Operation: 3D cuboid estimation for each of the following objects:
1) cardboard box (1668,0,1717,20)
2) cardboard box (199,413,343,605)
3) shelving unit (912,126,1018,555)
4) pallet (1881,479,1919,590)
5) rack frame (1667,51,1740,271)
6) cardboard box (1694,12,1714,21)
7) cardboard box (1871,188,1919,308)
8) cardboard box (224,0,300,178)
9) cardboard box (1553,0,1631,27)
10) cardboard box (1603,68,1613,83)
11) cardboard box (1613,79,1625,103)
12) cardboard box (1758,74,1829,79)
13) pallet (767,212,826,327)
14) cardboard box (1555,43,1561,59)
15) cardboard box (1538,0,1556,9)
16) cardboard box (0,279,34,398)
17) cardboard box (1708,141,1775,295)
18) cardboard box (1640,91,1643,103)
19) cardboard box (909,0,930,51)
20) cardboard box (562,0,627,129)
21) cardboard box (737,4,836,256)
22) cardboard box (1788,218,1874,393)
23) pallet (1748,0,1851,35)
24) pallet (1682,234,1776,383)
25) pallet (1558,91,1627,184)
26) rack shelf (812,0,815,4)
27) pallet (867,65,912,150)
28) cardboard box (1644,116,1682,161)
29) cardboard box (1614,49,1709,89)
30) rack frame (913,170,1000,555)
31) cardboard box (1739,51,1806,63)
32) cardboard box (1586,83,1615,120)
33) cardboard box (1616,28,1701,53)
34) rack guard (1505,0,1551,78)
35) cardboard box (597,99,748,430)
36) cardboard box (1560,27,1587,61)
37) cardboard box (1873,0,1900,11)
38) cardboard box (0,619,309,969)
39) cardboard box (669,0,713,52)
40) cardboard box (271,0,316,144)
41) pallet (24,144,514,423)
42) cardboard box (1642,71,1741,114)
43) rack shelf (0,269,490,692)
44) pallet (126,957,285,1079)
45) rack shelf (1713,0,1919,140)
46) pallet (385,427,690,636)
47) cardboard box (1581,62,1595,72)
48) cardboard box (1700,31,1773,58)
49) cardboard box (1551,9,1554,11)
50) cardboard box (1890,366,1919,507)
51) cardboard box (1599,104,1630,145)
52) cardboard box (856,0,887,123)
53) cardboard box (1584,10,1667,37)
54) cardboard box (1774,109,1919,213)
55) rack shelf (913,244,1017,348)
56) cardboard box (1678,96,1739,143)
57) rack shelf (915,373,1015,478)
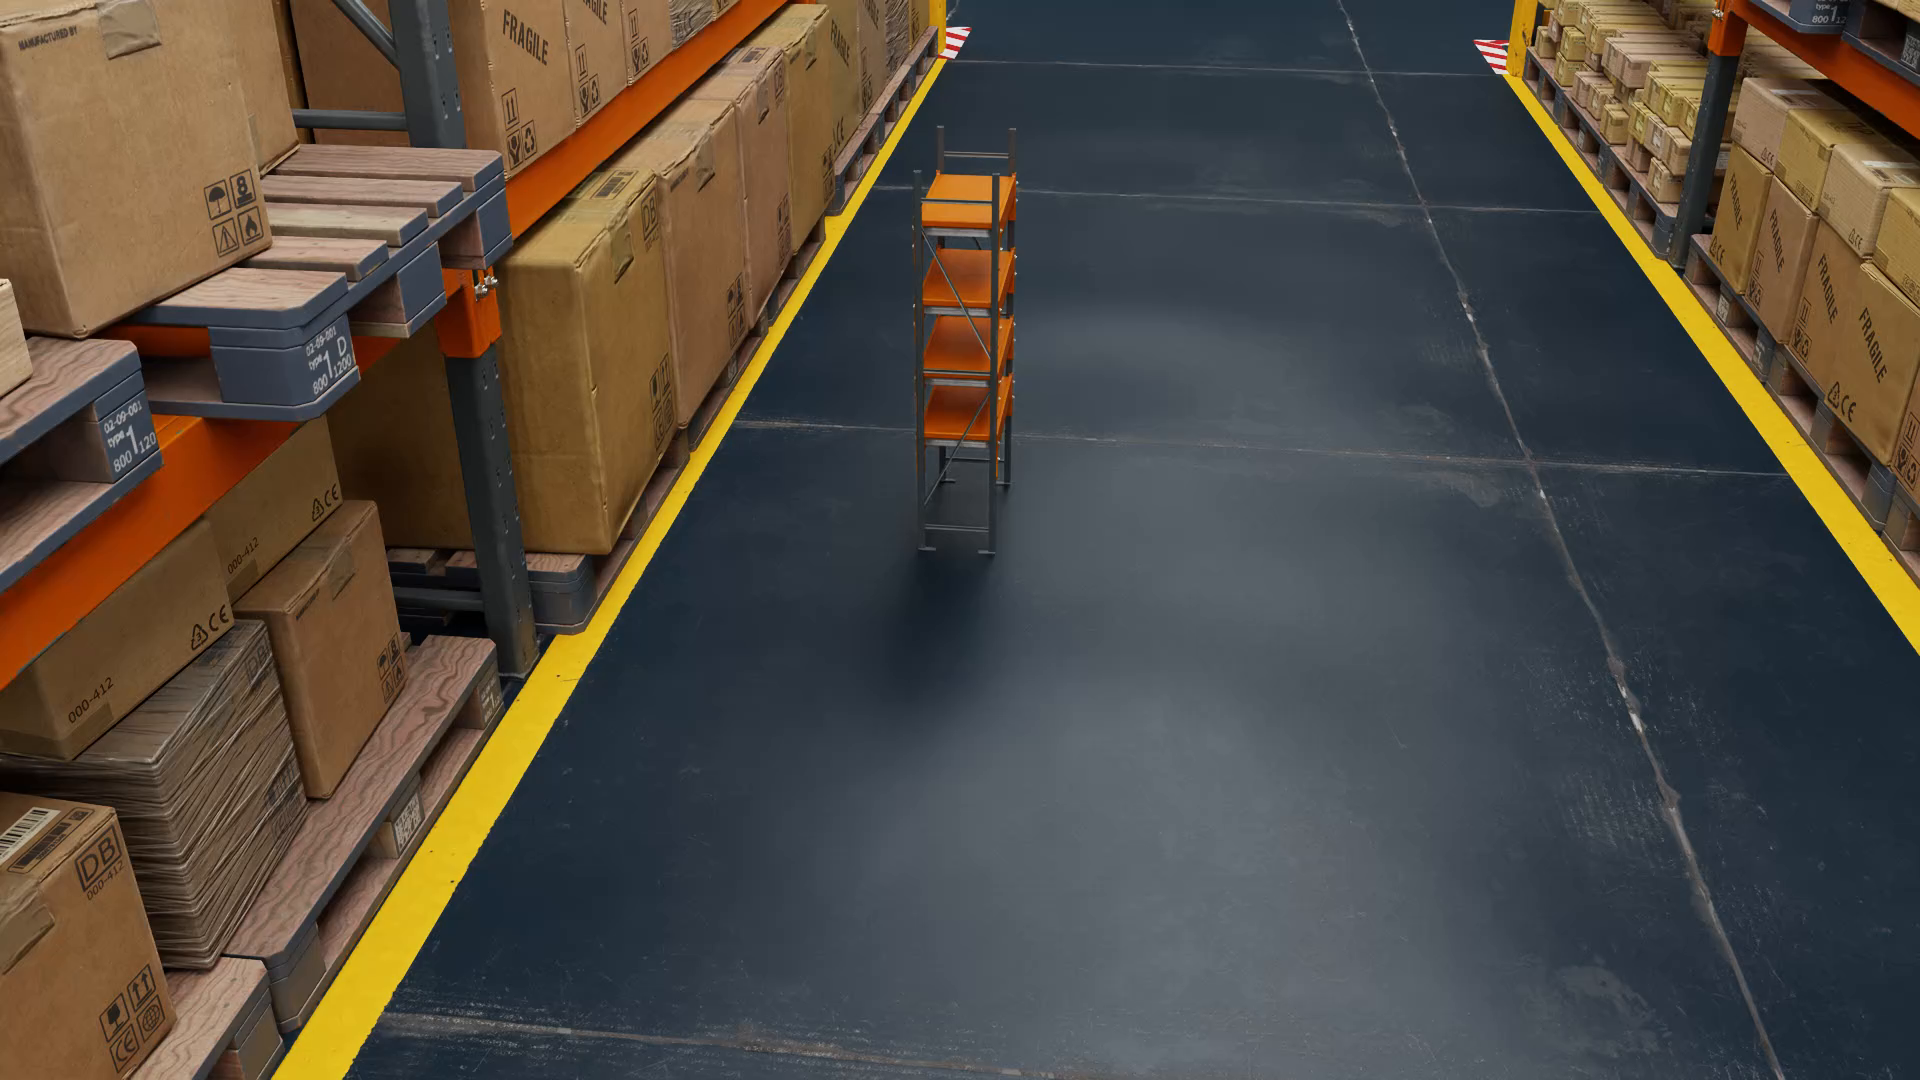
[{"bbox_3d":[4.409,-3.105,9.787,0.380,0.149,0.250,3,28,5],"label":"cardboard box"},{"bbox_3d":[-1.727,-0.098,3.650,0.500,0.250,0.500,4,29,8],"label":"cardboard box"},{"bbox_3d":[0.020,-0.606,5.110,0.258,1.200,0.503,3,28,6],"label":"shelving unit"},{"bbox_3d":[3.333,0.204,4.649,1.003,0.211,1.213,3,28,6],"label":"pallet"},{"bbox_3d":[3.726,-2.539,6.800,1.000,3.000,0.127,3,28,6],"label":"rack frame"},{"bbox_3d":[4.337,-2.857,9.327,0.380,0.149,0.250,4,29,8],"label":"cardboard box"},{"bbox_3d":[3.188,-0.884,5.131,0.500,0.250,0.500,4,29,7],"label":"cardboard box"},{"bbox_3d":[-1.701,-0.964,3.329,0.500,0.500,0.500,0,28,0],"label":"cardboard box"},{"bbox_3d":[3.742,-3.139,9.849,0.380,0.149,0.250,3,28,6],"label":"cardboard box"},{"bbox_3d":[3.796,-2.630,9.218,0.380,0.149,0.250,5,29,9],"label":"cardboard box"},{"bbox_3d":[3.678,-2.380,8.754,0.380,0.149,0.250,2,28,4],"label":"cardboard box"},{"bbox_3d":[4.048,-2.129,7.975,0.380,0.149,0.250,3,28,5],"label":"cardboard box"},{"bbox_3d":[-1.204,-1.279,7.402,1.003,0.211,1.213,3,28,6],"label":"pallet"},{"bbox_3d":[3.883,-2.995,10.211,0.380,0.149,0.250,3,28,6],"label":"cardboard box"},{"bbox_3d":[3.815,-3.386,10.309,0.380,0.149,0.250,2,28,4],"label":"cardboard box"},{"bbox_3d":[-1.611,-0.317,2.374,0.396,0.266,0.258,3,28,5],"label":"cardboard box"},{"bbox_3d":[3.372,-1.291,6.676,0.500,0.500,0.500,4,29,8],"label":"cardboard box"},{"bbox_3d":[3.613,-2.134,8.298,0.380,0.149,0.250,4,29,7],"label":"cardboard box"},{"bbox_3d":[-0.693,-3.701,10.755,0.875,0.875,0.875,3,28,6],"label":"cardboard box"},{"bbox_3d":[-1.284,-1.492,4.751,0.500,0.500,0.500,3,28,5],"label":"cardboard box"},{"bbox_3d":[-1.243,-1.822,7.266,1.225,0.875,0.875,3,29,6],"label":"cardboard box"},{"bbox_3d":[3.258,-0.794,5.754,0.500,0.500,0.500,4,29,7],"label":"cardboard box"},{"bbox_3d":[3.488,-2.103,6.193,1.003,0.211,1.213,3,28,6],"label":"pallet"},{"bbox_3d":[3.632,-0.945,6.781,1.003,0.211,1.213,3,28,6],"label":"pallet"},{"bbox_3d":[3.920,-2.205,9.121,1.003,0.211,1.213,3,28,6],"label":"pallet"},{"bbox_3d":[-0.939,-3.499,9.341,1.077,0.370,4.000,3,28,6],"label":"rack shelf"},{"bbox_3d":[-0.866,-2.576,9.810,1.003,0.211,1.213,3,28,6],"label":"pallet"},{"bbox_3d":[3.470,-1.894,7.853,0.380,0.149,0.250,2,28,4],"label":"cardboard box"},{"bbox_3d":[3.577,-2.404,8.485,0.380,0.149,0.250,2,28,4],"label":"cardboard box"},{"bbox_3d":[-0.010,-0.491,4.897,0.240,1.200,0.015,3,28,6],"label":"rack frame"},{"bbox_3d":[4.170,-2.368,8.418,0.380,0.149,0.250,4,29,7],"label":"cardboard box"},{"bbox_3d":[3.658,-2.395,9.095,0.380,0.149,0.250,3,28,6],"label":"cardboard box"},{"bbox_3d":[3.737,-2.642,8.927,0.380,0.149,0.250,3,29,6],"label":"cardboard box"},{"bbox_3d":[4.207,-3.285,10.821,1.175,0.500,0.348,3,28,6],"label":"rack guard"},{"bbox_3d":[-1.452,-0.984,5.711,1.225,0.875,0.875,3,29,6],"label":"cardboard box"},{"bbox_3d":[3.726,-2.890,9.702,0.380,0.149,0.250,4,29,8],"label":"cardboard box"},{"bbox_3d":[3.033,-1.721,5.104,0.380,0.149,0.250,2,28,4],"label":"cardboard box"},{"bbox_3d":[-1.792,0.493,3.343,0.700,0.500,0.500,1,28,2],"label":"cardboard box"},{"bbox_3d":[-1.161,-1.968,5.635,0.500,0.500,0.500,3,29,6],"label":"cardboard box"},{"bbox_3d":[-1.860,-1.282,4.362,0.500,0.500,0.500,4,29,8],"label":"cardboard box"},{"bbox_3d":[-1.656,-0.566,3.340,1.213,0.211,1.003,3,28,6],"label":"pallet"},{"bbox_3d":[3.527,-2.153,8.020,0.380,0.149,0.250,3,28,6],"label":"cardboard box"},{"bbox_3d":[-1.919,0.266,2.351,1.077,0.370,4.000,3,28,6],"label":"rack shelf"},{"bbox_3d":[-1.924,1.176,2.844,1.003,0.211,1.213,3,28,6],"label":"pallet"},{"bbox_3d":[3.481,-1.281,5.223,1.077,0.370,4.000,3,28,6],"label":"rack shelf"},{"bbox_3d":[-1.503,-0.131,5.270,1.003,0.211,1.213,3,28,6],"label":"pallet"},{"bbox_3d":[3.783,-2.639,9.548,0.380,0.149,0.250,3,29,6],"label":"cardboard box"},{"bbox_3d":[4.191,-2.615,8.877,0.380,0.149,0.250,3,29,6],"label":"cardboard box"},{"bbox_3d":[3.897,-3.251,10.371,0.380,0.149,0.250,5,29,8],"label":"cardboard box"},{"bbox_3d":[3.124,-0.310,4.855,0.500,0.500,0.500,4,29,8],"label":"cardboard box"},{"bbox_3d":[3.563,-2.160,8.660,0.380,0.149,0.250,3,28,6],"label":"cardboard box"},{"bbox_3d":[-0.914,-2.854,9.182,0.875,0.875,0.875,3,28,6],"label":"cardboard box"},{"bbox_3d":[3.751,-2.887,9.382,0.380,0.149,0.250,4,29,8],"label":"cardboard box"},{"bbox_3d":[3.310,-1.370,6.033,0.500,0.250,0.500,4,29,8],"label":"cardboard box"},{"bbox_3d":[0.020,-0.744,5.036,0.258,0.148,0.480,3,28,6],"label":"rack shelf"},{"bbox_3d":[3.511,-1.913,7.574,0.380,0.149,0.250,4,29,8],"label":"cardboard box"},{"bbox_3d":[0.020,-0.372,5.236,0.258,0.148,0.480,3,28,6],"label":"rack shelf"}]
